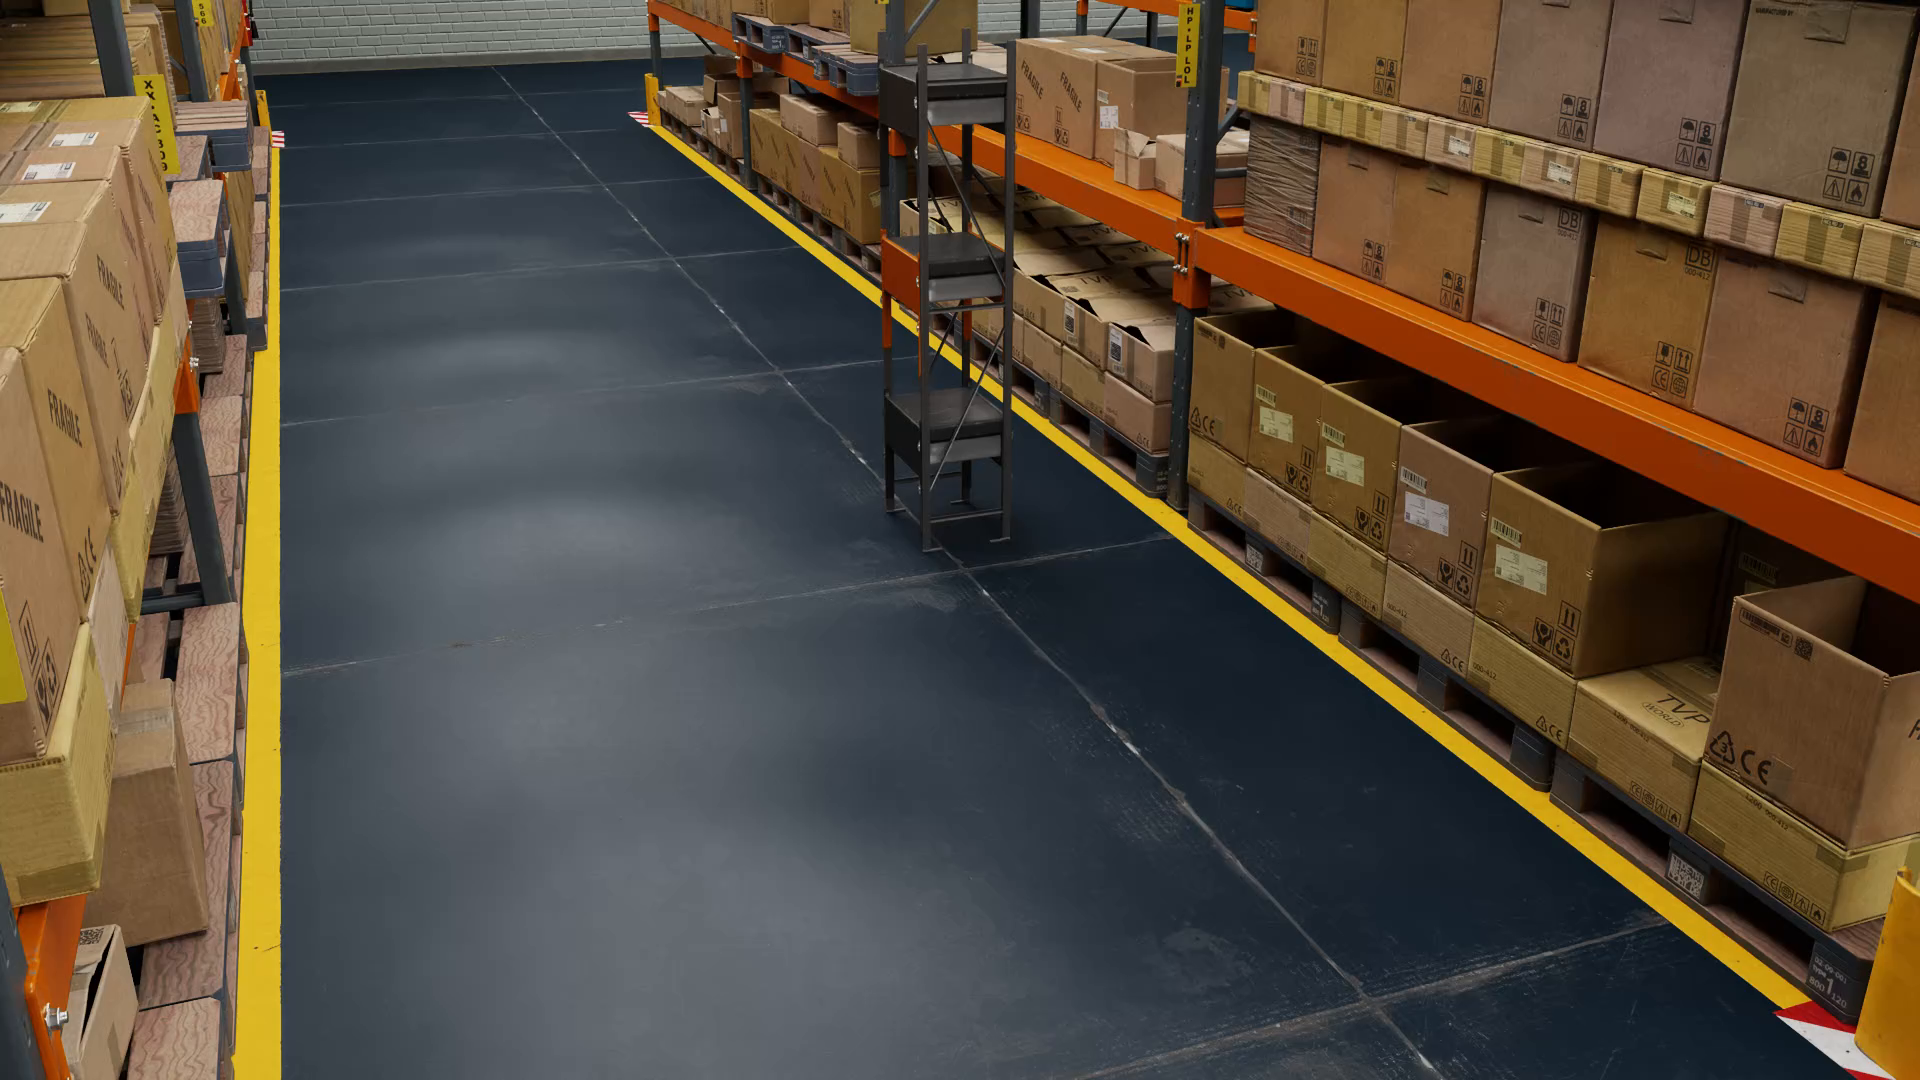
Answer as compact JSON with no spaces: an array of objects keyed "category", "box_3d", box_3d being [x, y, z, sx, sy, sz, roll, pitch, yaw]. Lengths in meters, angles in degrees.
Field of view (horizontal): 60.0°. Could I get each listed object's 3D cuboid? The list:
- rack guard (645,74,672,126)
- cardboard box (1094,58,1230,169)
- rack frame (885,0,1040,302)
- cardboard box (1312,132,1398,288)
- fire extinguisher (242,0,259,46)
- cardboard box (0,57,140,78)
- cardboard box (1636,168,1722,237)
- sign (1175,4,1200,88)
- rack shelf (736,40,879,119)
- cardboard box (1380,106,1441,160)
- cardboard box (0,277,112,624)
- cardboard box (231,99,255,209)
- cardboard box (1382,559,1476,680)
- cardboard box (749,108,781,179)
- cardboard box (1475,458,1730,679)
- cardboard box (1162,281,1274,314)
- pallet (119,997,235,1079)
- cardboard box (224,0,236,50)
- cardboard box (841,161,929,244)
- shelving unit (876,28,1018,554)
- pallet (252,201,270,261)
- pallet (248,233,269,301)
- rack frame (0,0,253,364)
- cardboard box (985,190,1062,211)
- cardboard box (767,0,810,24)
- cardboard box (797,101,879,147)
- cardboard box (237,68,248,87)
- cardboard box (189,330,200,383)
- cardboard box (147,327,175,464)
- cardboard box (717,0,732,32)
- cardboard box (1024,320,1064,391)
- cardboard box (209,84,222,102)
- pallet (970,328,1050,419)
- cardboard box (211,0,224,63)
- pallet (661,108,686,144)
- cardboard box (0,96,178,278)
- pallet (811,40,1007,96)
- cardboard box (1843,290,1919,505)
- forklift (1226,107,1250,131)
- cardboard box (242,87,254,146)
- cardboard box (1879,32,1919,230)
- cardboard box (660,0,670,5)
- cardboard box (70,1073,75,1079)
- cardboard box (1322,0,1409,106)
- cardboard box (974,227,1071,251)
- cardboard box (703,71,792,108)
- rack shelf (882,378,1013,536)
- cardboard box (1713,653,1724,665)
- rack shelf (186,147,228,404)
[{"category":"rack guard","box_3d":[-2.777,-4.775,17.935,1.175,0.500,0.348,-8,24,-19]},{"category":"cardboard box","box_3d":[0.993,-2.113,8.272,0.500,0.500,0.500,-7,24,-15]},{"category":"rack frame","box_3d":[0.023,-3.047,10.618,1.000,3.000,0.127,-8,24,-19]},{"category":"cardboard box","box_3d":[1.791,-1.289,6.317,0.700,0.500,0.500,-9,24,-20]},{"category":"fire extinguisher","box_3d":[-7.058,-5.184,16.267,0.296,0.674,0.183,-8,24,-19]},{"category":"cardboard box","box_3d":[-3.536,-1.555,6.383,0.700,0.500,0.500,-6,24,-14]},{"category":"cardboard box","box_3d":[2.171,-0.973,4.733,0.380,0.149,0.250,-8,24,-17]},{"category":"sign","box_3d":[0.931,-2.013,6.775,0.100,0.325,0.005,-8,24,-19]},{"category":"rack shelf","box_3d":[-0.684,-3.443,12.482,1.077,0.370,4.000,-8,24,-19]},{"category":"cardboard box","box_3d":[1.711,-1.444,5.849,0.380,0.149,0.250,-9,25,-21]},{"category":"cardboard box","box_3d":[-1.837,-0.141,2.924,0.500,0.500,0.500,-8,24,-19]},{"category":"cardboard box","box_3d":[-5.672,-2.804,12.269,0.750,0.750,0.750,-8,24,-18]},{"category":"cardboard box","box_3d":[1.842,0.235,5.829,0.500,0.250,0.500,-8,24,-19]},{"category":"cardboard box","box_3d":[-1.448,-3.342,13.970,0.500,0.500,0.500,-9,25,-21]},{"category":"cardboard box","box_3d":[2.014,0.072,5.251,0.500,0.500,0.500,-8,24,-19]},{"category":"cardboard box","box_3d":[1.351,-1.146,8.384,0.500,0.311,0.500,-9,24,-20]},{"category":"pallet","box_3d":[-2.065,1.498,3.425,1.003,0.211,1.213,-8,24,-19]},{"category":"cardboard box","box_3d":[-6.200,-4.157,12.865,0.980,0.700,0.700,-8,24,-18]},{"category":"cardboard box","box_3d":[-0.527,-2.406,11.748,0.500,0.500,0.500,-7,24,-17]},{"category":"shelving unit","box_3d":[-0.058,-1.028,6.985,0.431,2.100,0.503,-8,24,-19]},{"category":"pallet","box_3d":[-5.680,-2.265,12.352,1.003,0.211,1.213,-8,24,-19]},{"category":"pallet","box_3d":[-5.246,-1.821,11.298,1.003,0.211,1.213,-8,24,-19]},{"category":"rack frame","box_3d":[-4.610,-2.366,9.002,1.000,3.000,0.127,-8,24,-19]},{"category":"cardboard box","box_3d":[0.438,-2.076,10.590,0.500,0.311,0.500,-8,24,-18]},{"category":"cardboard box","box_3d":[-1.130,-4.296,12.912,0.700,0.500,0.500,-5,23,-11]},{"category":"cardboard box","box_3d":[-0.917,-3.142,12.530,0.500,0.250,0.500,-9,24,-20]},{"category":"cardboard box","box_3d":[-6.789,-4.259,15.335,0.380,0.149,0.250,-8,24,-18]},{"category":"cardboard box","box_3d":[-4.234,-0.960,8.317,0.700,0.500,0.500,-8,24,-19]},{"category":"cardboard box","box_3d":[-2.386,-0.360,4.409,0.500,0.250,0.500,-8,24,-19]},{"category":"cardboard box","box_3d":[-1.807,-4.693,14.394,0.500,0.500,0.500,-8,24,-18]},{"category":"cardboard box","box_3d":[0.660,-1.001,8.763,0.500,0.250,0.500,-8,24,-18]},{"category":"cardboard box","box_3d":[-4.606,-2.612,9.883,0.380,0.149,0.250,-8,24,-17]},{"category":"pallet","box_3d":[0.704,-1.015,9.387,1.003,0.211,1.213,-8,24,-19]},{"category":"cardboard box","box_3d":[-5.084,-3.331,10.752,0.500,0.500,0.500,-8,24,-17]},{"category":"pallet","box_3d":[-2.494,-4.352,17.304,1.003,0.211,1.213,-8,24,-19]},{"category":"cardboard box","box_3d":[-2.741,-1.069,5.127,0.500,0.500,0.500,-8,24,-19]},{"category":"pallet","box_3d":[-0.283,-3.196,11.217,1.213,0.211,1.003,-8,24,-19]},{"category":"cardboard box","box_3d":[2.696,-0.358,4.109,0.700,0.500,0.500,-8,24,-19]},{"category":"forklift","box_3d":[2.117,-2.618,9.688,1.130,2.935,3.031,-8,24,-18]},{"category":"cardboard box","box_3d":[-6.919,-3.892,15.301,0.700,0.500,0.500,-8,24,-19]},{"category":"cardboard box","box_3d":[2.677,-0.975,3.902,0.700,0.500,0.500,-8,24,-19]},{"category":"cardboard box","box_3d":[-2.706,-5.616,16.584,0.500,0.500,0.500,-9,24,-20]},{"category":"cardboard box","box_3d":[-1.945,1.313,3.168,0.500,0.311,0.500,-11,25,-25]},{"category":"cardboard box","box_3d":[1.778,-1.894,6.083,0.700,0.500,0.500,-8,24,-19]},{"category":"cardboard box","box_3d":[0.304,-1.626,9.524,0.500,0.311,0.500,-9,24,-20]},{"category":"cardboard box","box_3d":[-2.059,-4.235,16.084,0.797,0.503,0.637,-8,24,-19]},{"category":"rack shelf","box_3d":[-0.058,-0.370,7.262,0.431,0.518,0.480,-8,24,-19]},{"category":"cardboard box","box_3d":[2.687,0.526,5.139,0.500,0.250,0.500,-8,24,-19]},{"category":"rack shelf","box_3d":[-3.904,-1.308,7.418,1.077,0.370,4.000,-8,24,-19]}]
